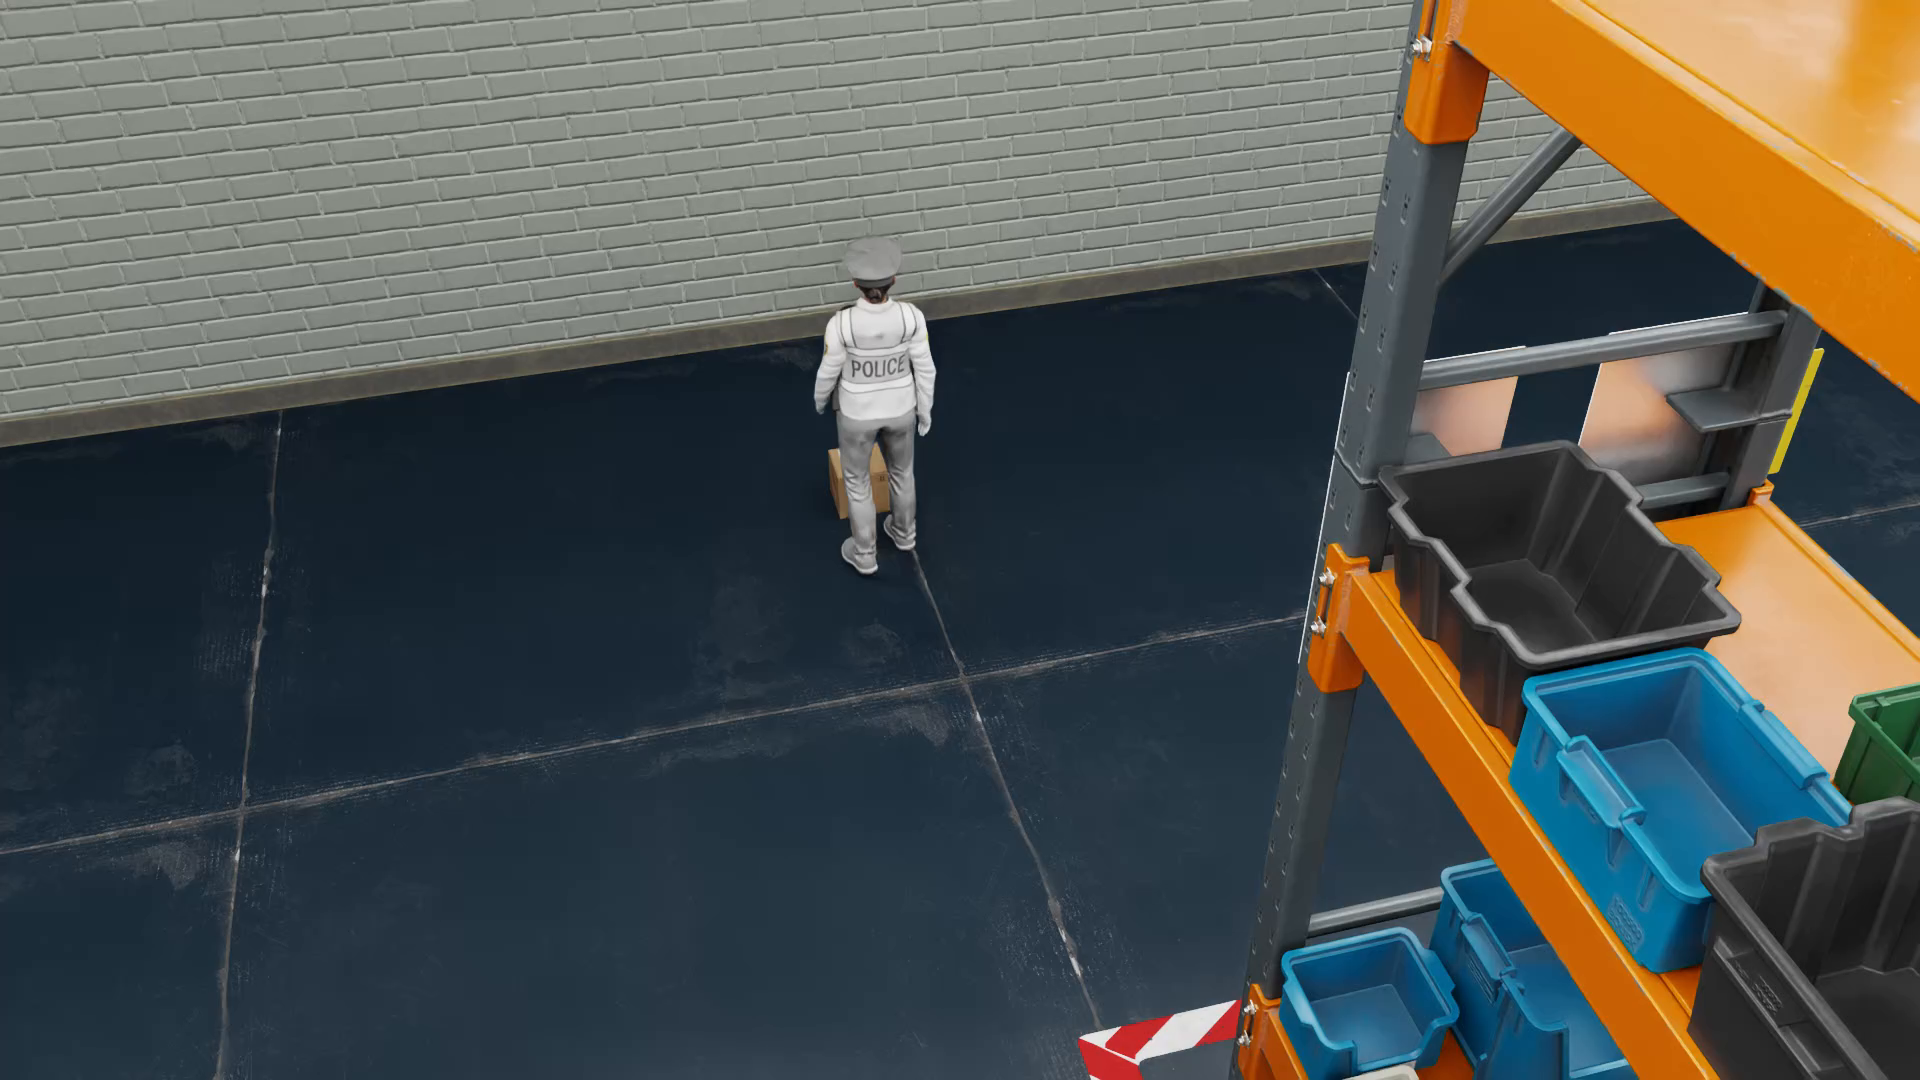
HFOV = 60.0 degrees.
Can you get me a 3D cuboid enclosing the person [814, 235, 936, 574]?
[{"bbox_3d":[-0.389,-0.604,7.448,0.520,1.691,0.457,-10,39,-12],"label":"person"}]
